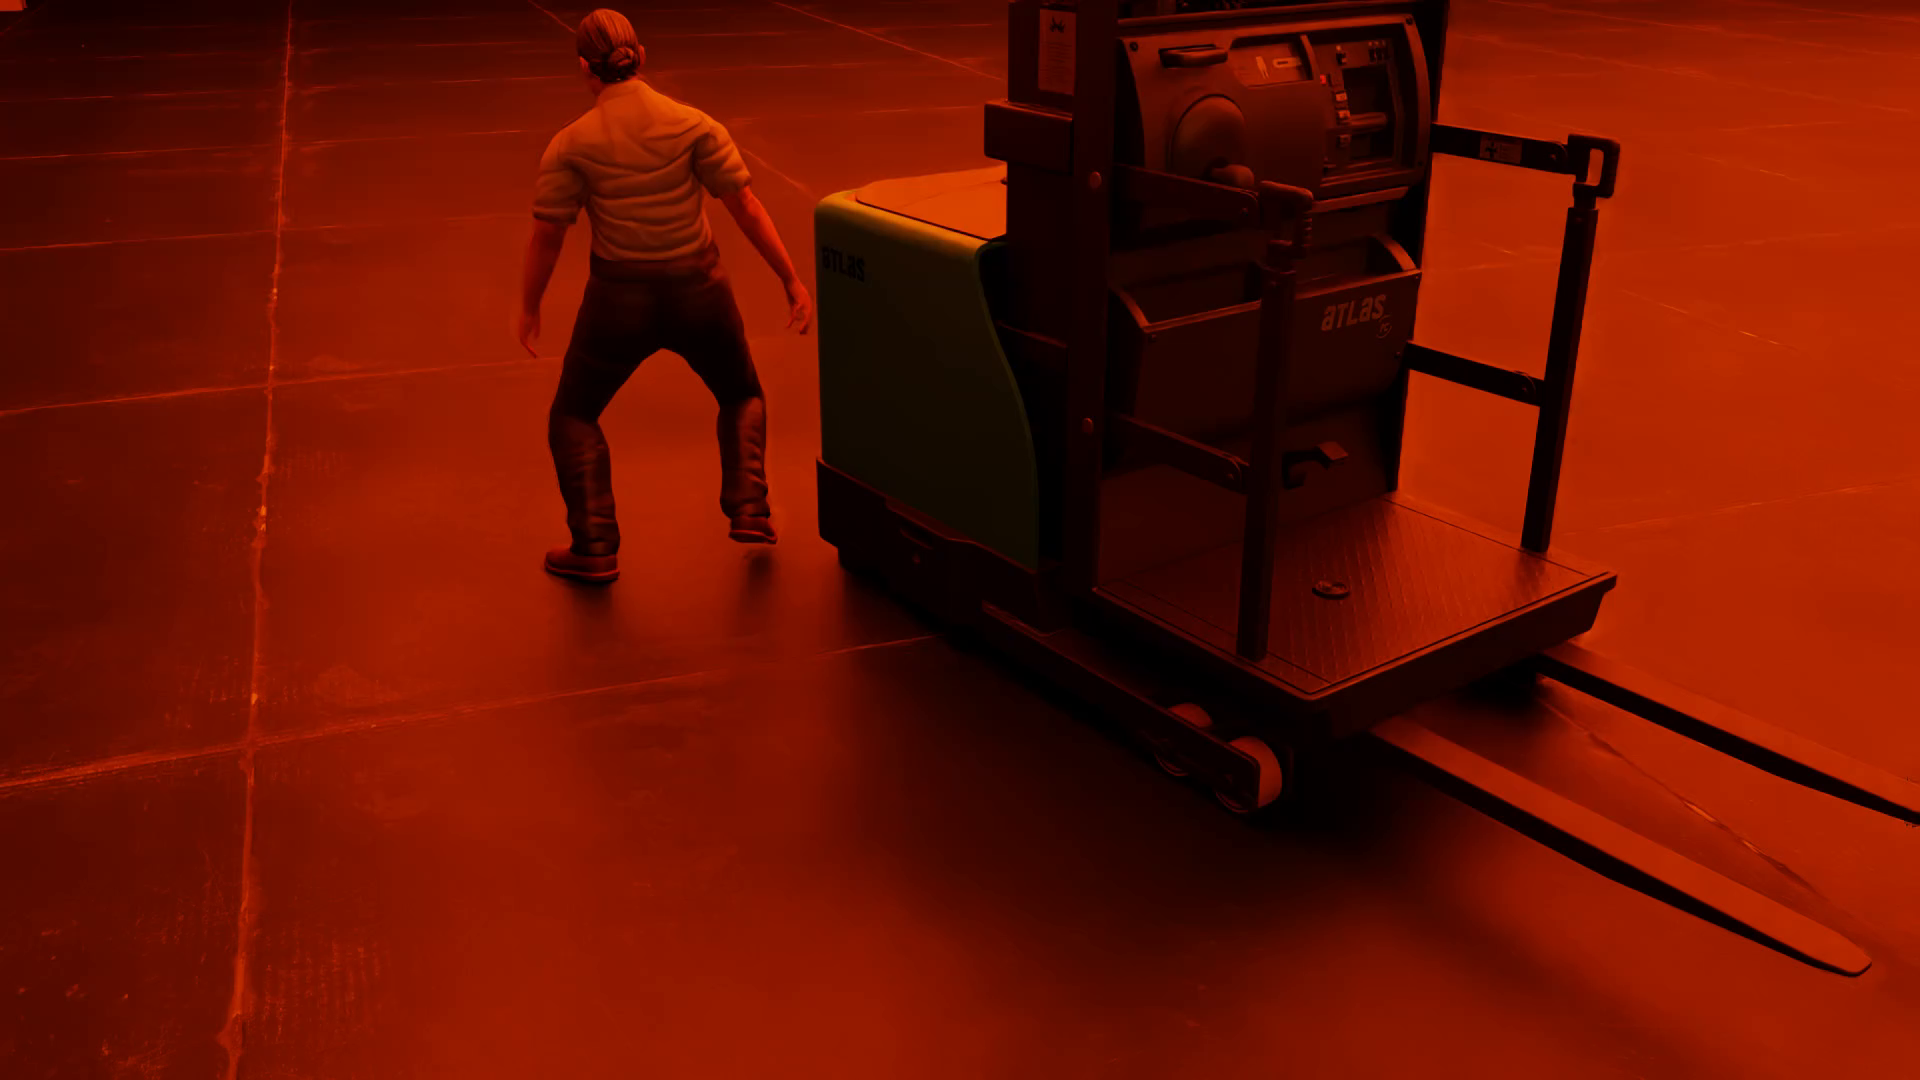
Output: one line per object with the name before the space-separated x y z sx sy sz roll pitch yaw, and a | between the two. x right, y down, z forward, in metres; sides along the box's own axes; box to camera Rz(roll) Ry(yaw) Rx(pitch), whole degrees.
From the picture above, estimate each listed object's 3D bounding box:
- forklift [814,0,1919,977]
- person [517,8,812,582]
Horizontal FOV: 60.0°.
forklift | 0.861 -0.967 3.597 1.130 2.935 3.031 -16 28 -33
person | -0.835 -0.671 4.680 0.827 1.570 0.485 -3 23 -8
